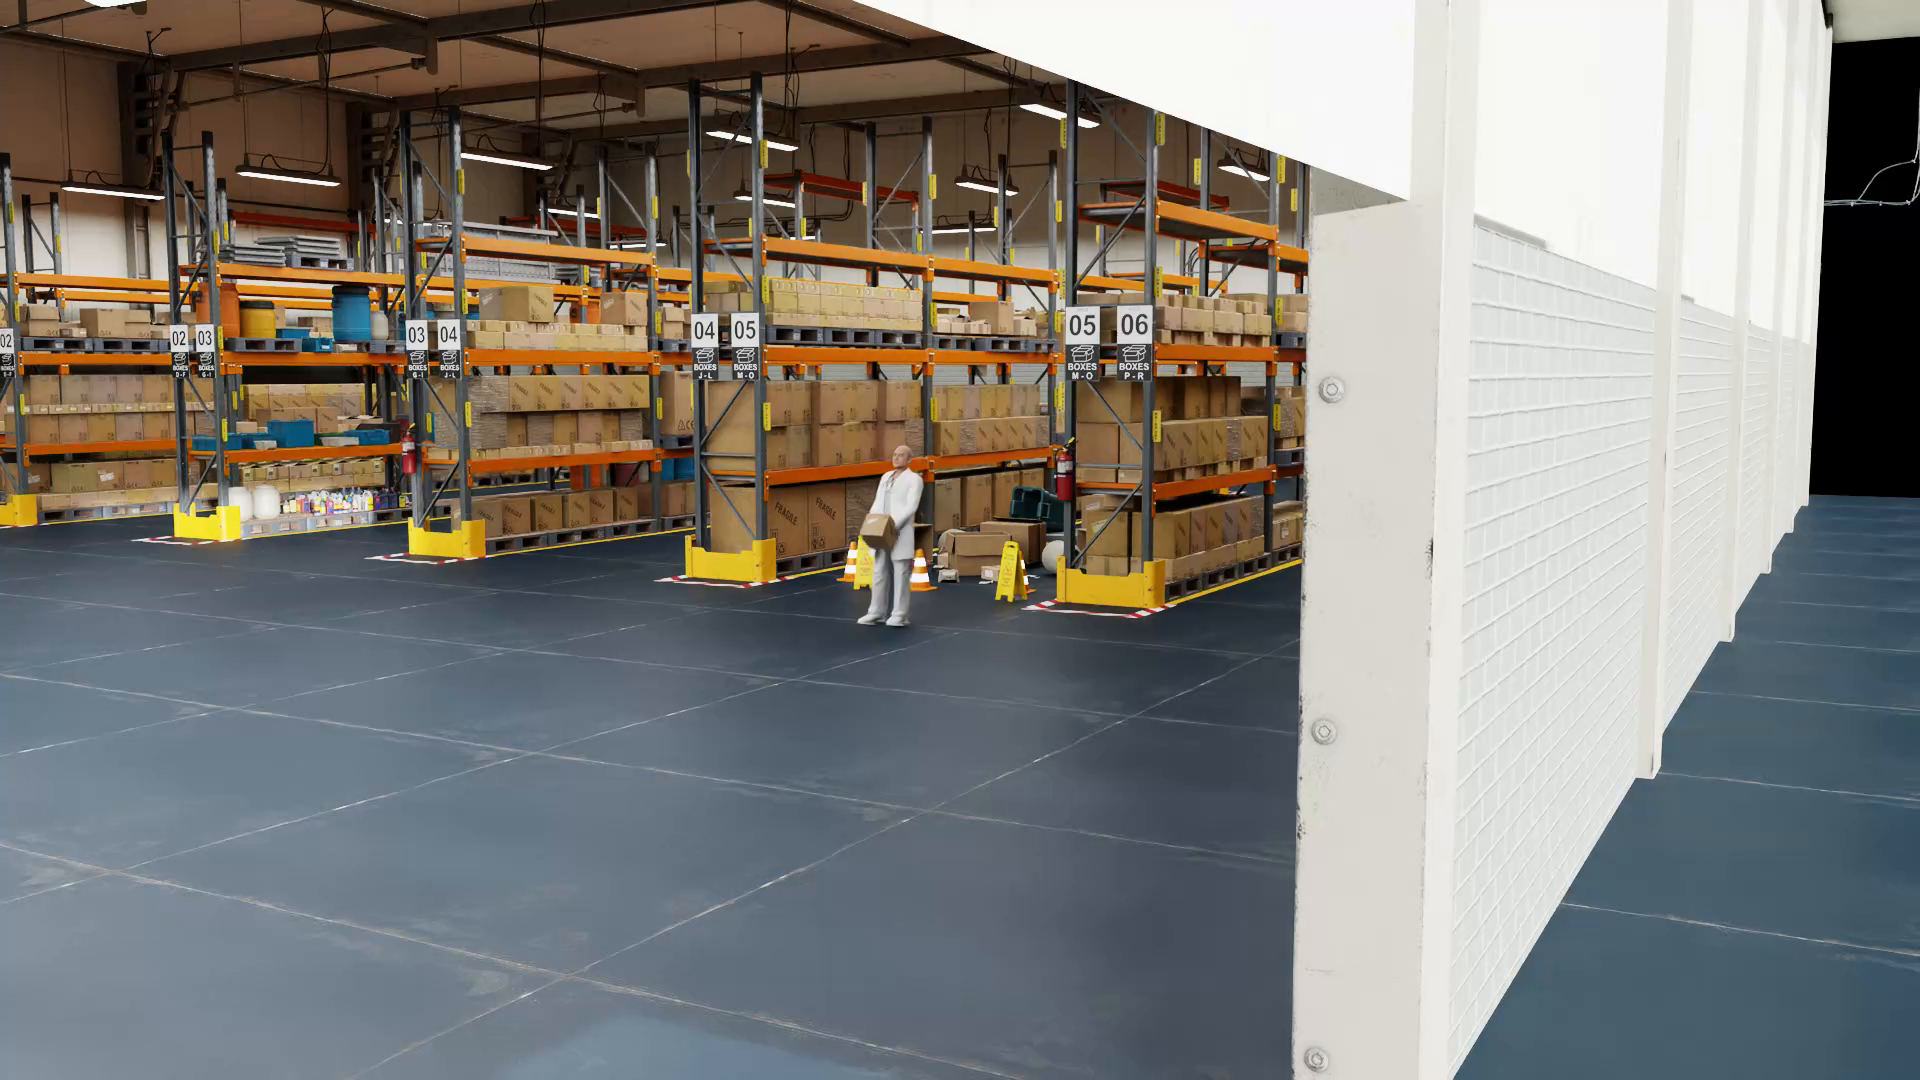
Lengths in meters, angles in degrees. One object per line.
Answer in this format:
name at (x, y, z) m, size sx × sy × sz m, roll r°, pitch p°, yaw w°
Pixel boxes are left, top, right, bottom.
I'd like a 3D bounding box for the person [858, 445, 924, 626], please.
person at (-0.682, -0.041, 16.438) m, size 0.557 × 1.780 × 0.528 m, roll 5°, pitch 8°, yaw 42°
